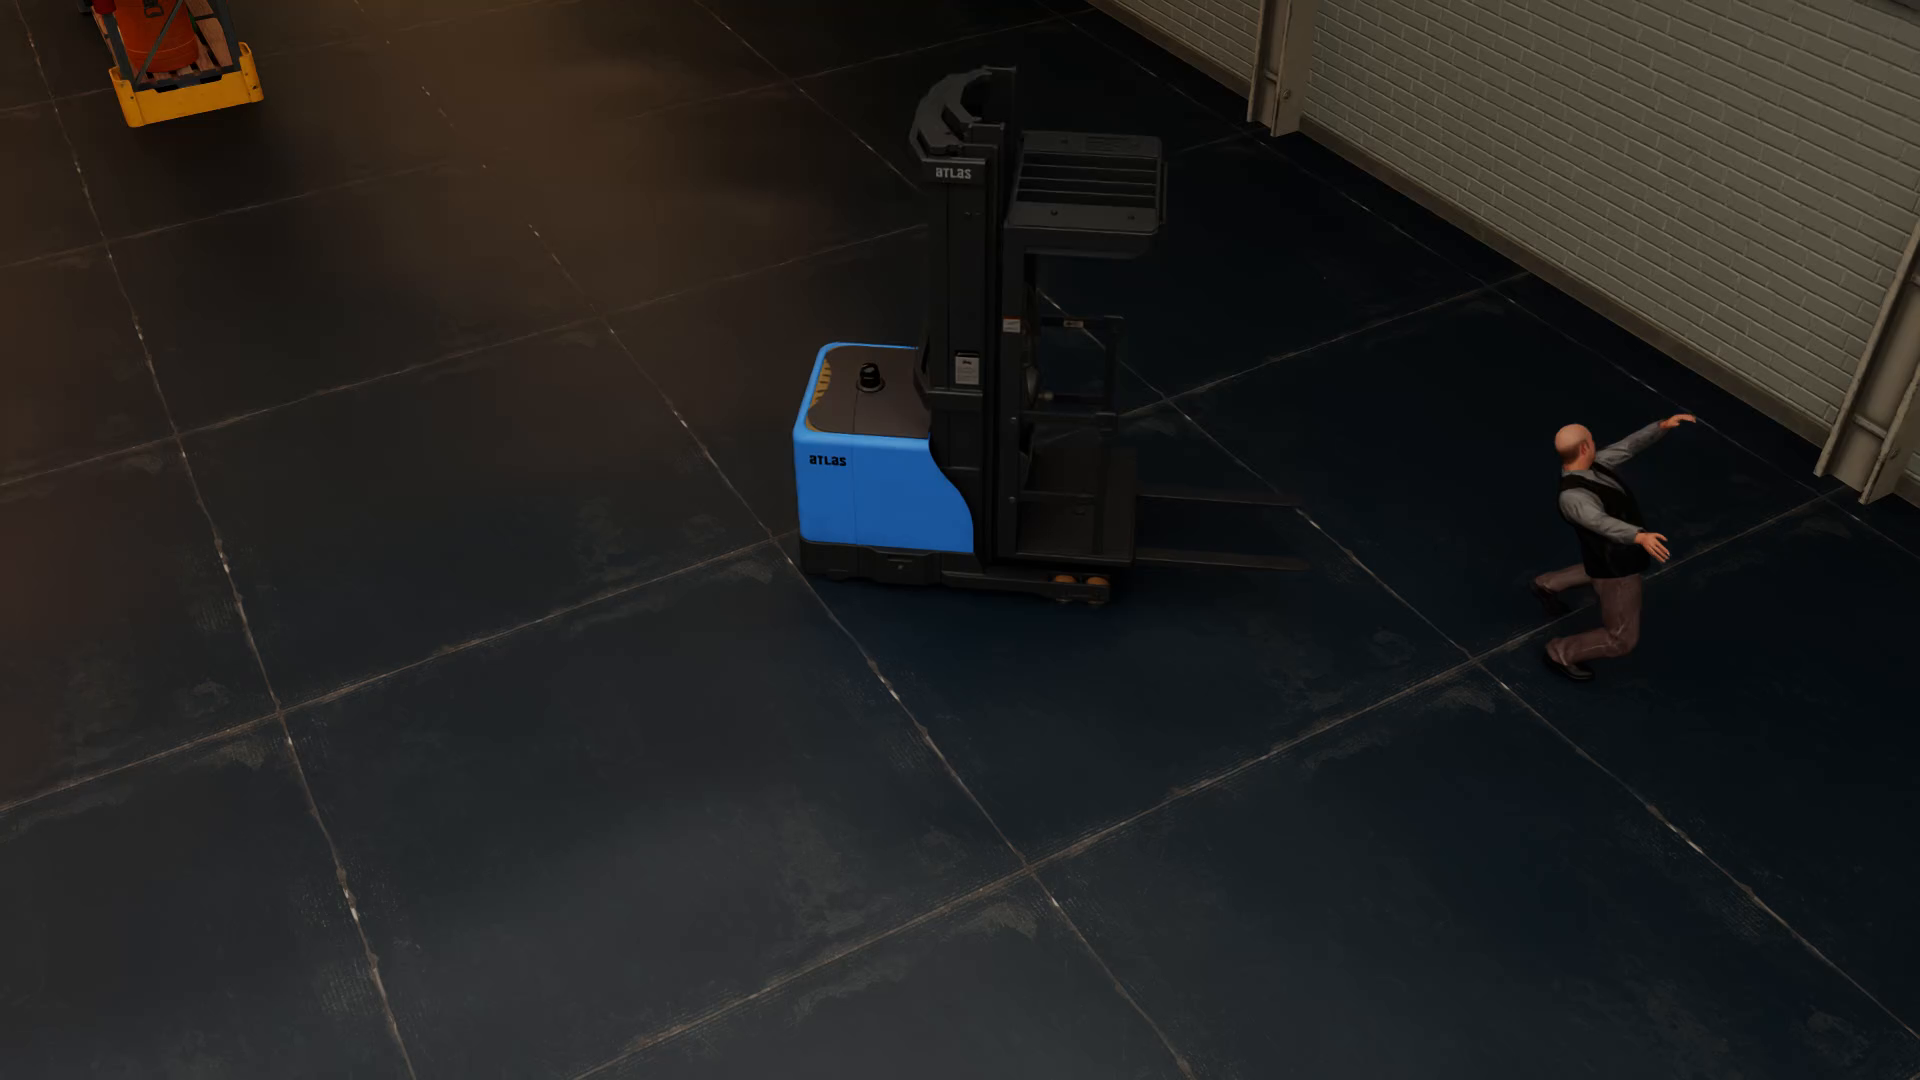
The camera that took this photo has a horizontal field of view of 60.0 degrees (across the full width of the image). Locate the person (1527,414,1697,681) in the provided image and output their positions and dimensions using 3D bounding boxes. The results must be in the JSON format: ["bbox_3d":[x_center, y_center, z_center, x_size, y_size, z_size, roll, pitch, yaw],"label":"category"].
[{"bbox_3d":[3.426,0.115,8.946,0.664,1.571,1.039,9,40,11],"label":"person"}]

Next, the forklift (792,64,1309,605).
[{"bbox_3d":[0.585,-1.104,9.367,3.031,2.935,1.130,4,40,5],"label":"forklift"}]
